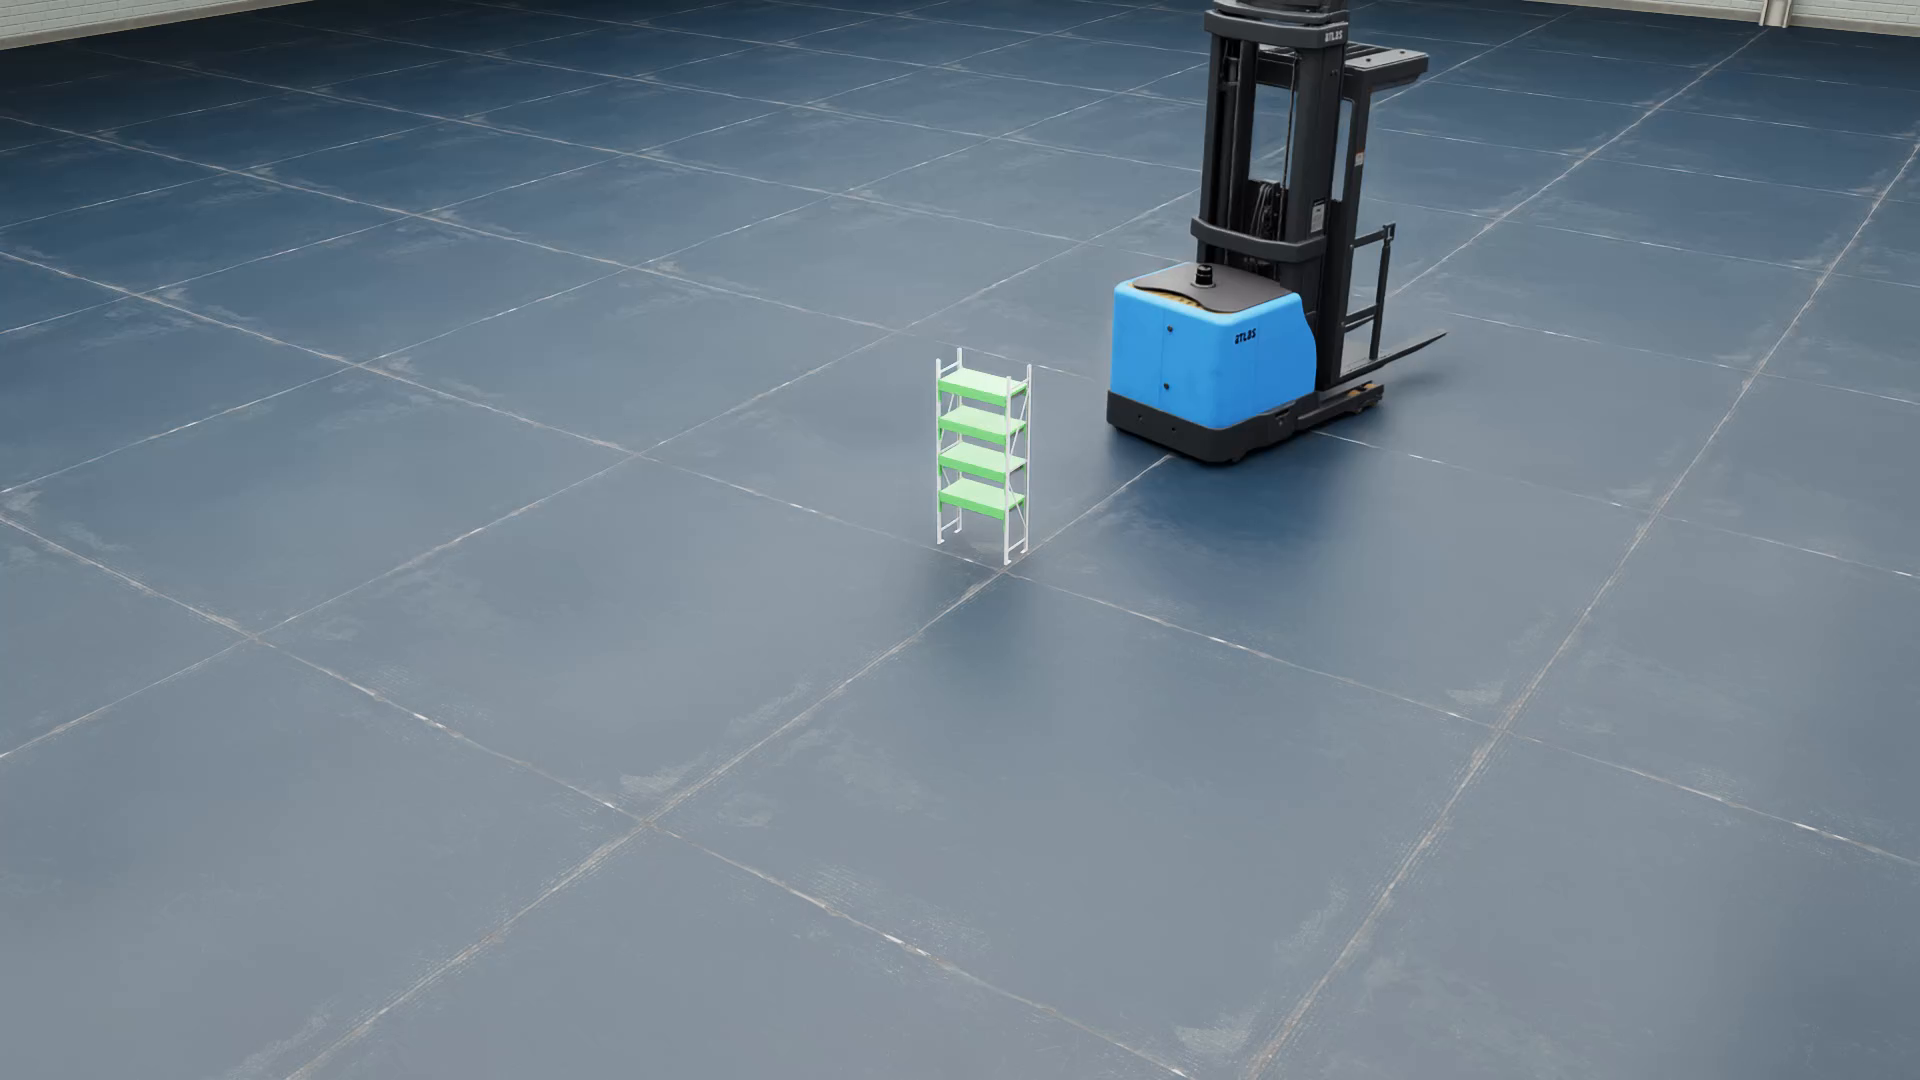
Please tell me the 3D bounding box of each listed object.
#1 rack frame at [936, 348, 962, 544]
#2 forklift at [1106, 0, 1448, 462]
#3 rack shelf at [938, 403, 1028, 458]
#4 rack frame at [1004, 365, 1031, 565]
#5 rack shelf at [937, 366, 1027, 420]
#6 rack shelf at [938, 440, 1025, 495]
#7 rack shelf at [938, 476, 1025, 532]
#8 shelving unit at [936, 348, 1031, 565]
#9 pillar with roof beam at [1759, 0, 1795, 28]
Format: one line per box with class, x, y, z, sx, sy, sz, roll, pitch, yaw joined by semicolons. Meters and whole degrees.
rack frame;-0.065;-0.555;10.017;0.015;1.200;0.240;17;32;30
forklift;2.461;-2.379;11.694;3.031;2.935;1.130;-23;35;-37
rack shelf;0.136;-0.649;9.814;0.480;0.148;0.258;17;32;30
rack frame;0.338;-0.430;9.771;0.015;1.200;0.240;17;32;30
rack shelf;0.136;-0.863;9.706;0.480;0.148;0.258;17;32;30
rack shelf;0.136;-0.435;9.923;0.480;0.148;0.258;17;32;30
rack shelf;0.136;-0.221;10.032;0.480;0.148;0.258;17;32;30
shelving unit;0.136;-0.492;9.894;0.503;1.200;0.258;17;32;30
pillar with roof beam;10.382;-10.508;20.977;0.400;9.000;9.100;17;32;30
